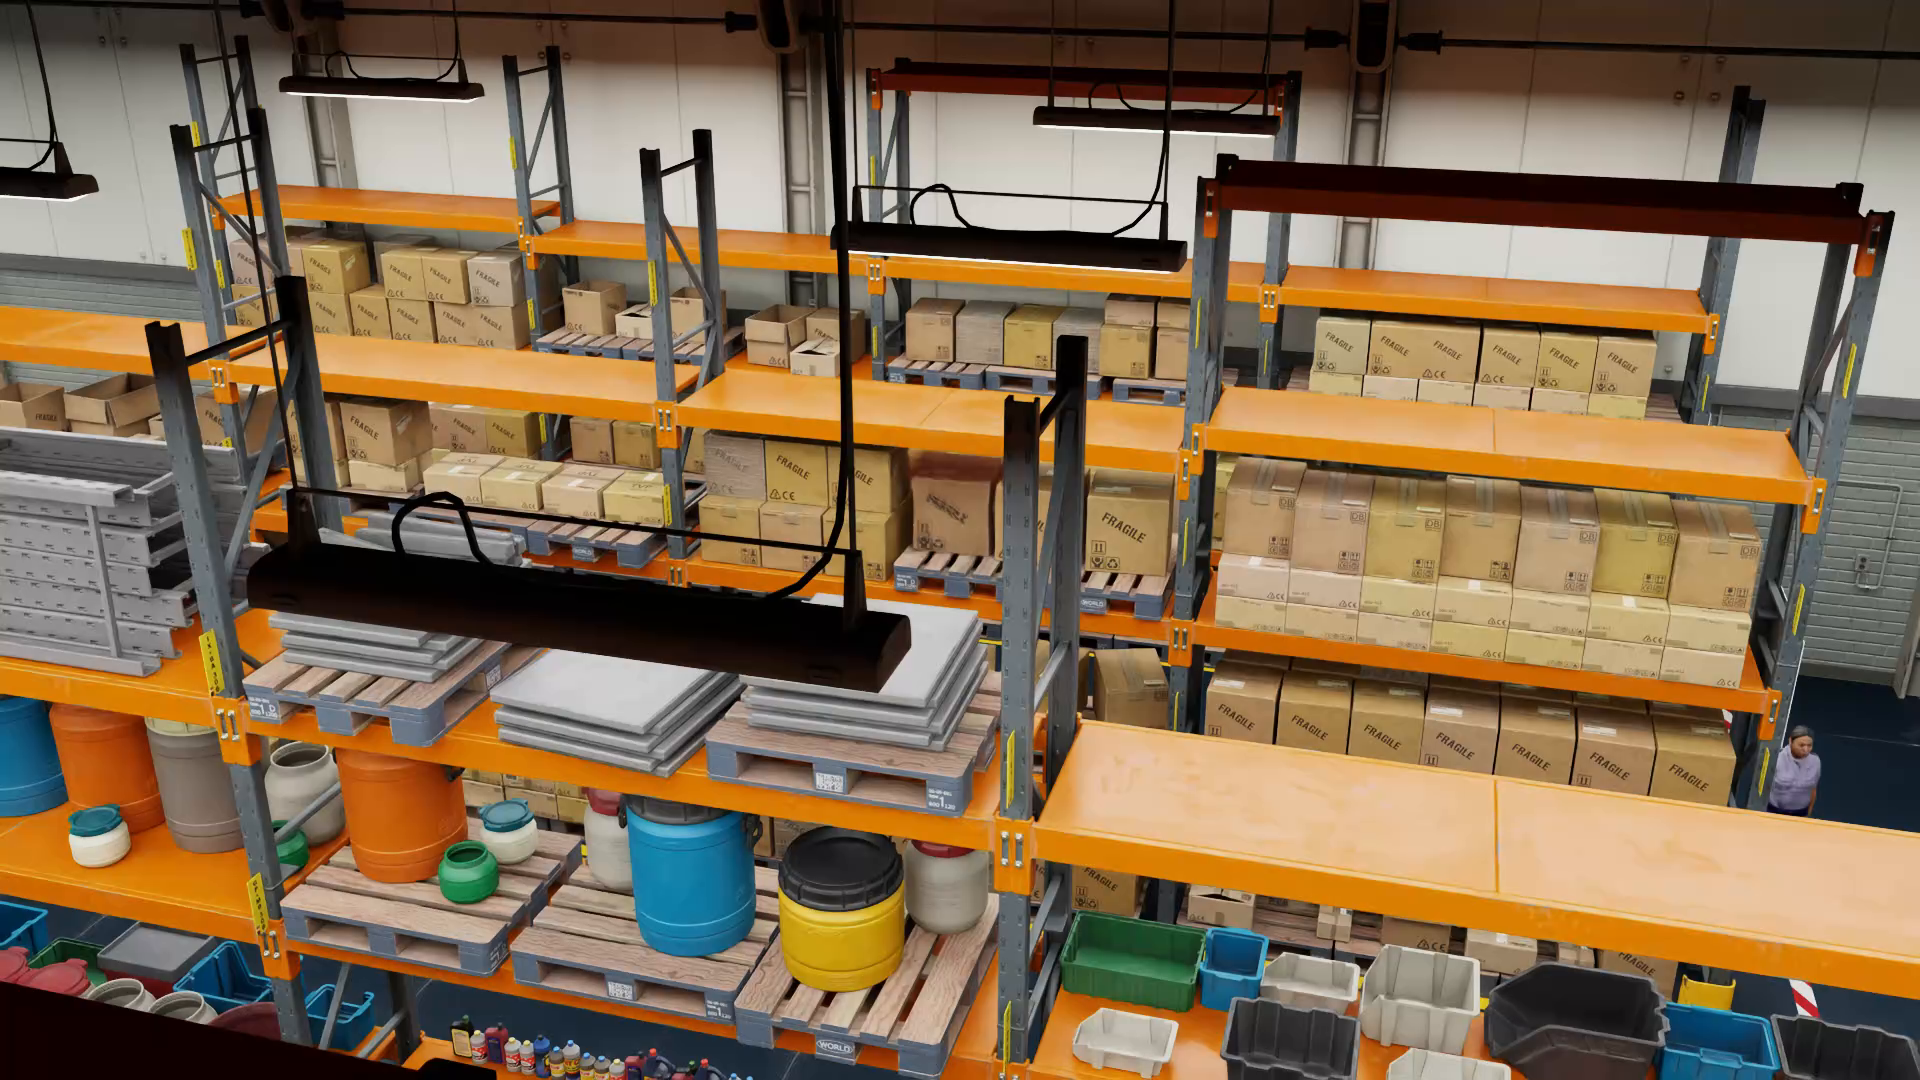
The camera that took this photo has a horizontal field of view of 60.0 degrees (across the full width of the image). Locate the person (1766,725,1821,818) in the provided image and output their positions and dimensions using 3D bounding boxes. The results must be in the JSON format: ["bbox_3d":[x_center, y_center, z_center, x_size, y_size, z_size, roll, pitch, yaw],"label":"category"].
[{"bbox_3d":[6.572,2.196,13.362,0.526,1.656,0.436,0,23,0],"label":"person"}]
